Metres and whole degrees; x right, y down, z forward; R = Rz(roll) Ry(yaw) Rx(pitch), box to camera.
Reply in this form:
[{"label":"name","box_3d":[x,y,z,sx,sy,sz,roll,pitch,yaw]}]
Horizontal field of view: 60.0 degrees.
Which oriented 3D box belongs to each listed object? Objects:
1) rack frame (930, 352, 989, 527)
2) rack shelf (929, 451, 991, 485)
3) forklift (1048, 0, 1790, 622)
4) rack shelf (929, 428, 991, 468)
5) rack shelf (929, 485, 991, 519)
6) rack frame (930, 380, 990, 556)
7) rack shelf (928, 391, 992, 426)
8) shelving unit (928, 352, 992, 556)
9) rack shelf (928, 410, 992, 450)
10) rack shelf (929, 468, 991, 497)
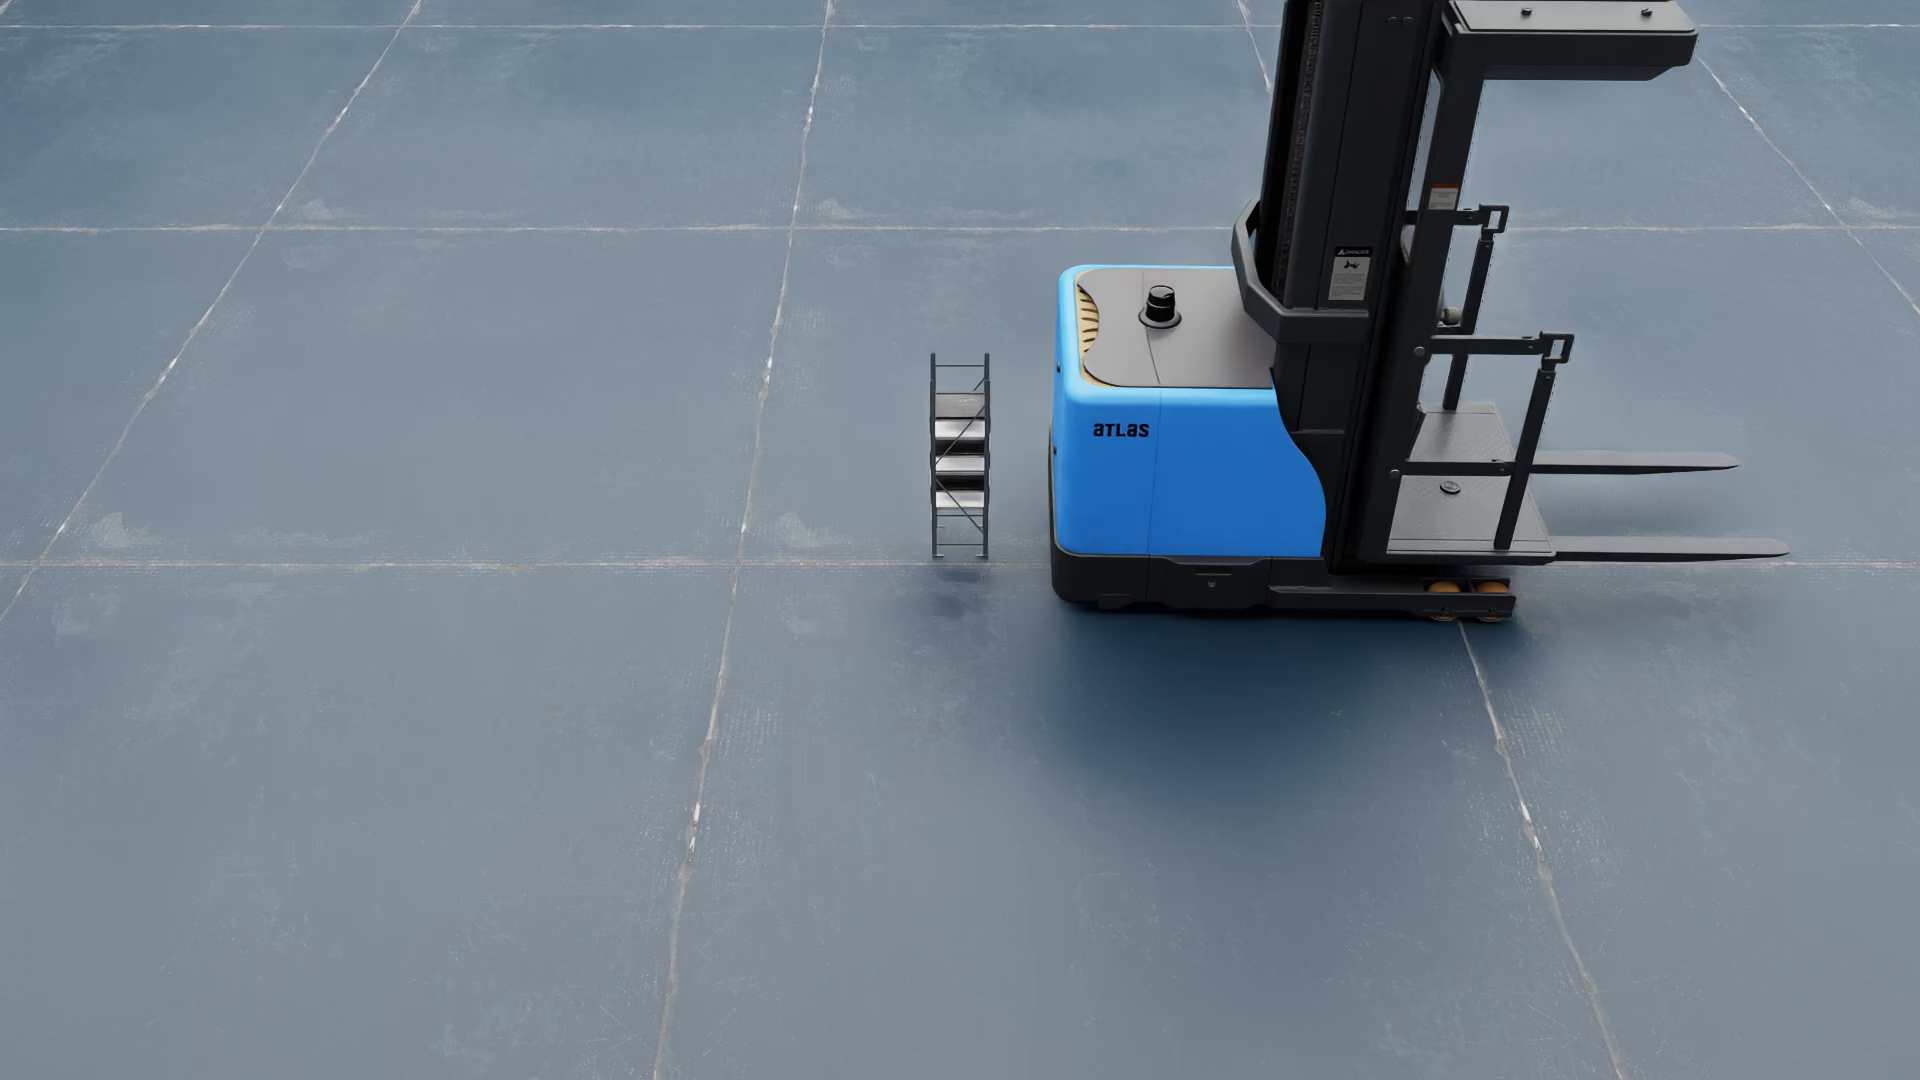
[{"label":"rack frame","box_3d":[0.000,-0.410,7.042,0.240,0.900,0.006,0,39,0]},{"label":"rack shelf","box_3d":[0.000,-0.320,6.983,0.258,0.077,0.200,0,39,0]},{"label":"forklift","box_3d":[1.906,-1.146,6.336,3.031,2.935,1.130,1,39,1]},{"label":"rack shelf","box_3d":[0.000,-0.390,6.927,0.258,0.077,0.200,0,39,0]},{"label":"rack shelf","box_3d":[0.000,-0.180,7.096,0.258,0.077,0.200,0,39,0]},{"label":"rack frame","box_3d":[0.000,-0.282,6.883,0.240,0.900,0.006,0,39,0]},{"label":"rack shelf","box_3d":[0.000,-0.531,6.814,0.258,0.077,0.200,0,39,0]},{"label":"shelving unit","box_3d":[0.000,-0.346,6.962,0.258,0.900,0.210,0,39,0]},{"label":"rack shelf","box_3d":[0.000,-0.461,6.871,0.258,0.077,0.200,0,39,0]},{"label":"rack shelf","box_3d":[0.000,-0.250,7.039,0.258,0.077,0.200,0,39,0]}]
